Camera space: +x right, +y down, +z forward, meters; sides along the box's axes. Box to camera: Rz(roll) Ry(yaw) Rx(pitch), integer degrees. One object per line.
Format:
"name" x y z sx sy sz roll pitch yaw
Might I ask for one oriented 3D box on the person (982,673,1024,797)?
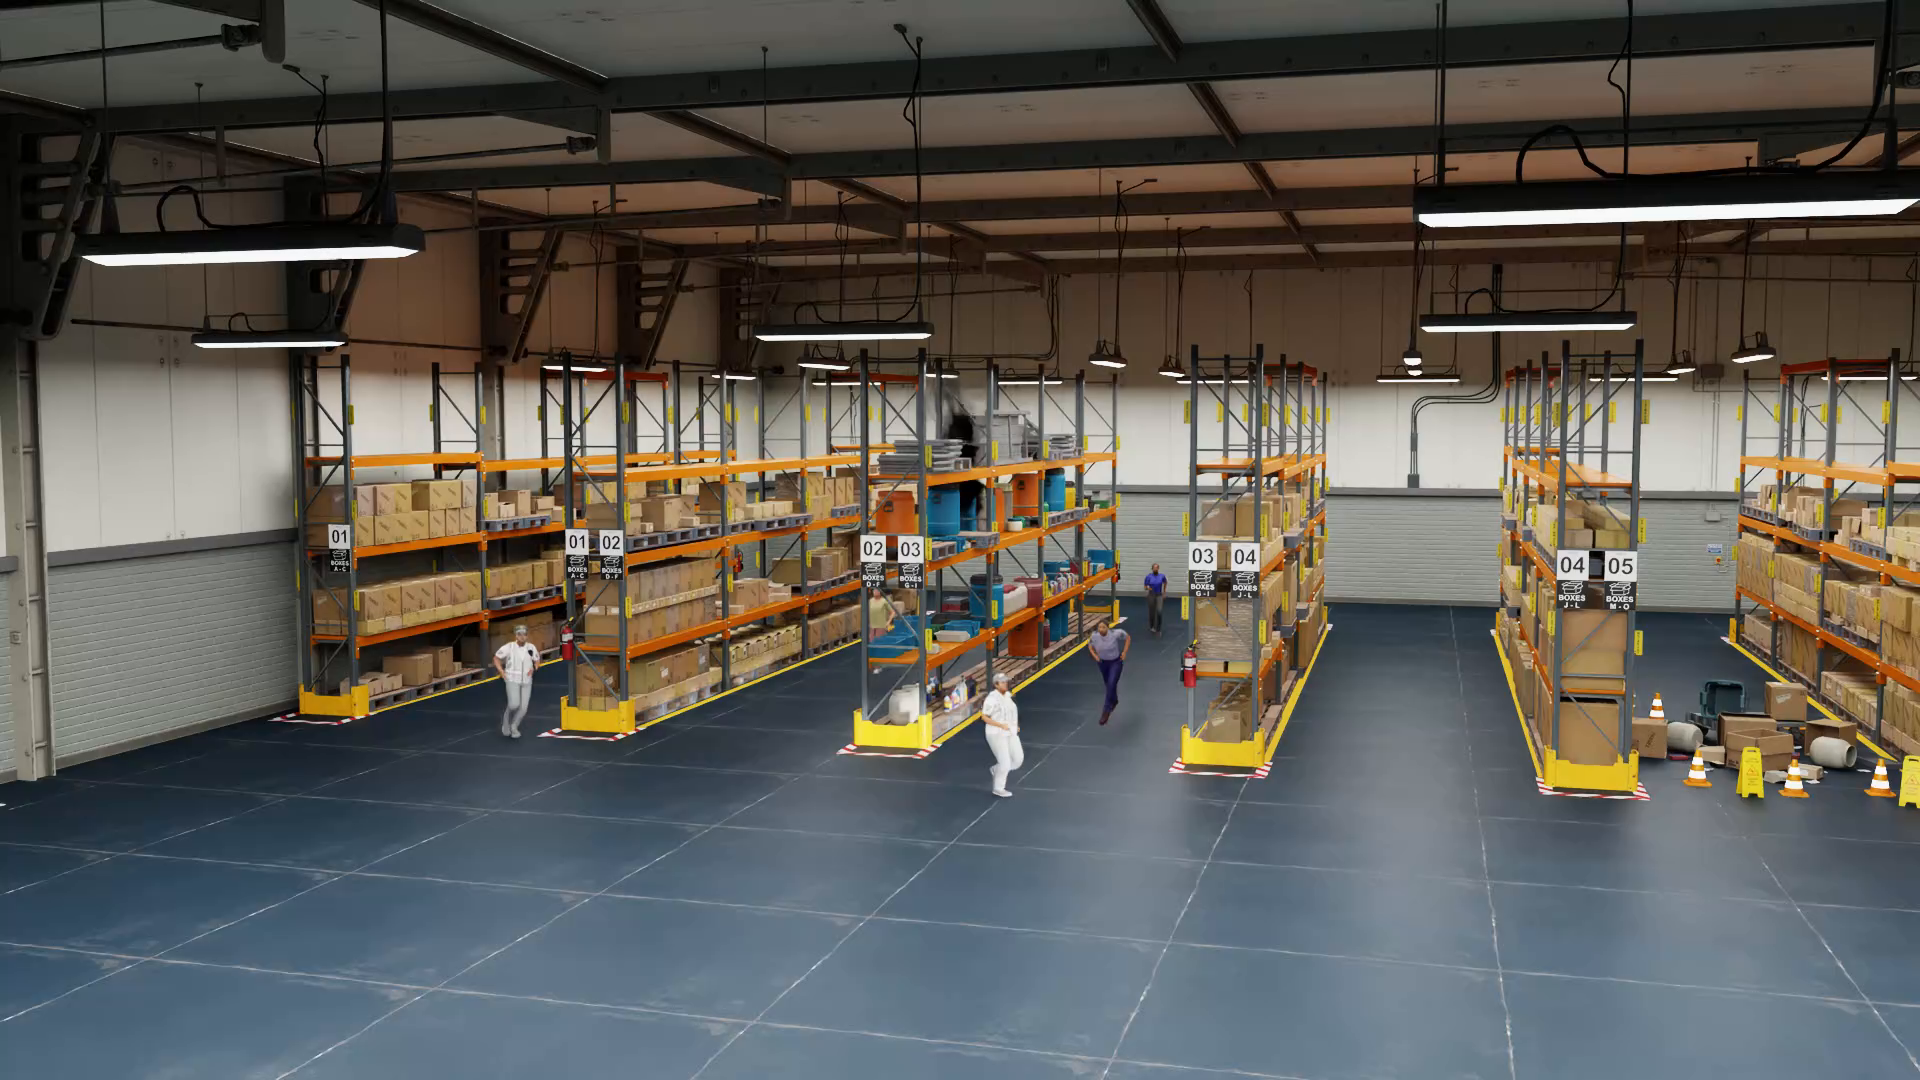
"person" 0.567 2.555 21.867 0.539 1.618 0.603 4 6 42

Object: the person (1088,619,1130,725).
"person" 2.360 2.013 26.077 0.648 1.649 0.906 2 5 20

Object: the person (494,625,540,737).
"person" -6.839 2.190 25.850 0.698 1.740 0.541 -3 5 -32

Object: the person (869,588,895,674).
"person" -1.523 1.624 30.409 0.582 1.641 0.475 1 5 18

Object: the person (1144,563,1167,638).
"person" 4.422 1.362 37.688 0.515 1.706 0.797 1 4 9
